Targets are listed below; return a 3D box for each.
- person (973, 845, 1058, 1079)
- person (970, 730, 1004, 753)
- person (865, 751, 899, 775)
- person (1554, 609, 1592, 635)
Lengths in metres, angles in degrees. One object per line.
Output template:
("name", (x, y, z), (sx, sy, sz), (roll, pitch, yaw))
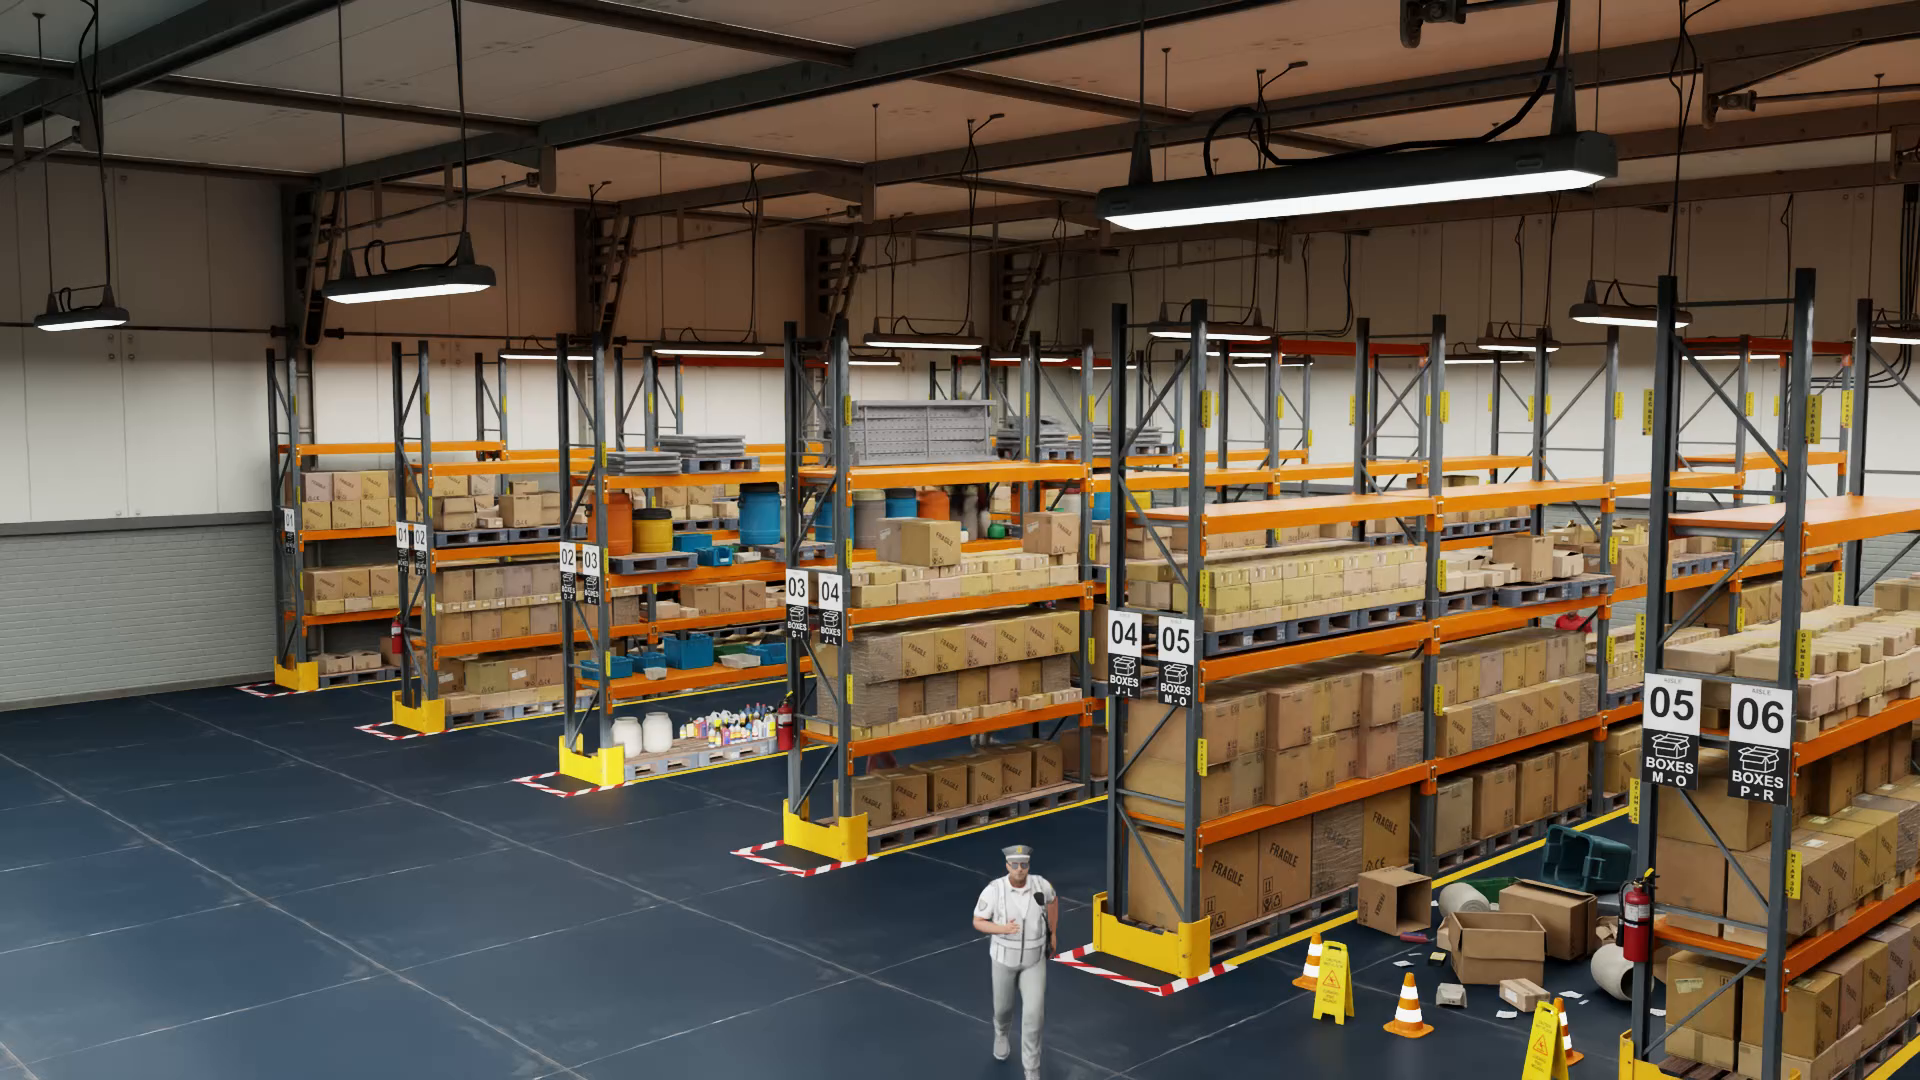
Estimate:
("person", (0.429, 3.174, 12.606), (0.681, 1.815, 0.908), (0, 5, -5))
("person", (0.355, 2.335, 22.760), (0.655, 1.722, 0.606), (5, 7, 43))
("person", (-1.082, 2.415, 22.002), (0.576, 1.721, 0.831), (4, 6, 40))
("person", (10.220, 1.882, 27.807), (0.666, 1.709, 0.972), (3, 6, 31))
